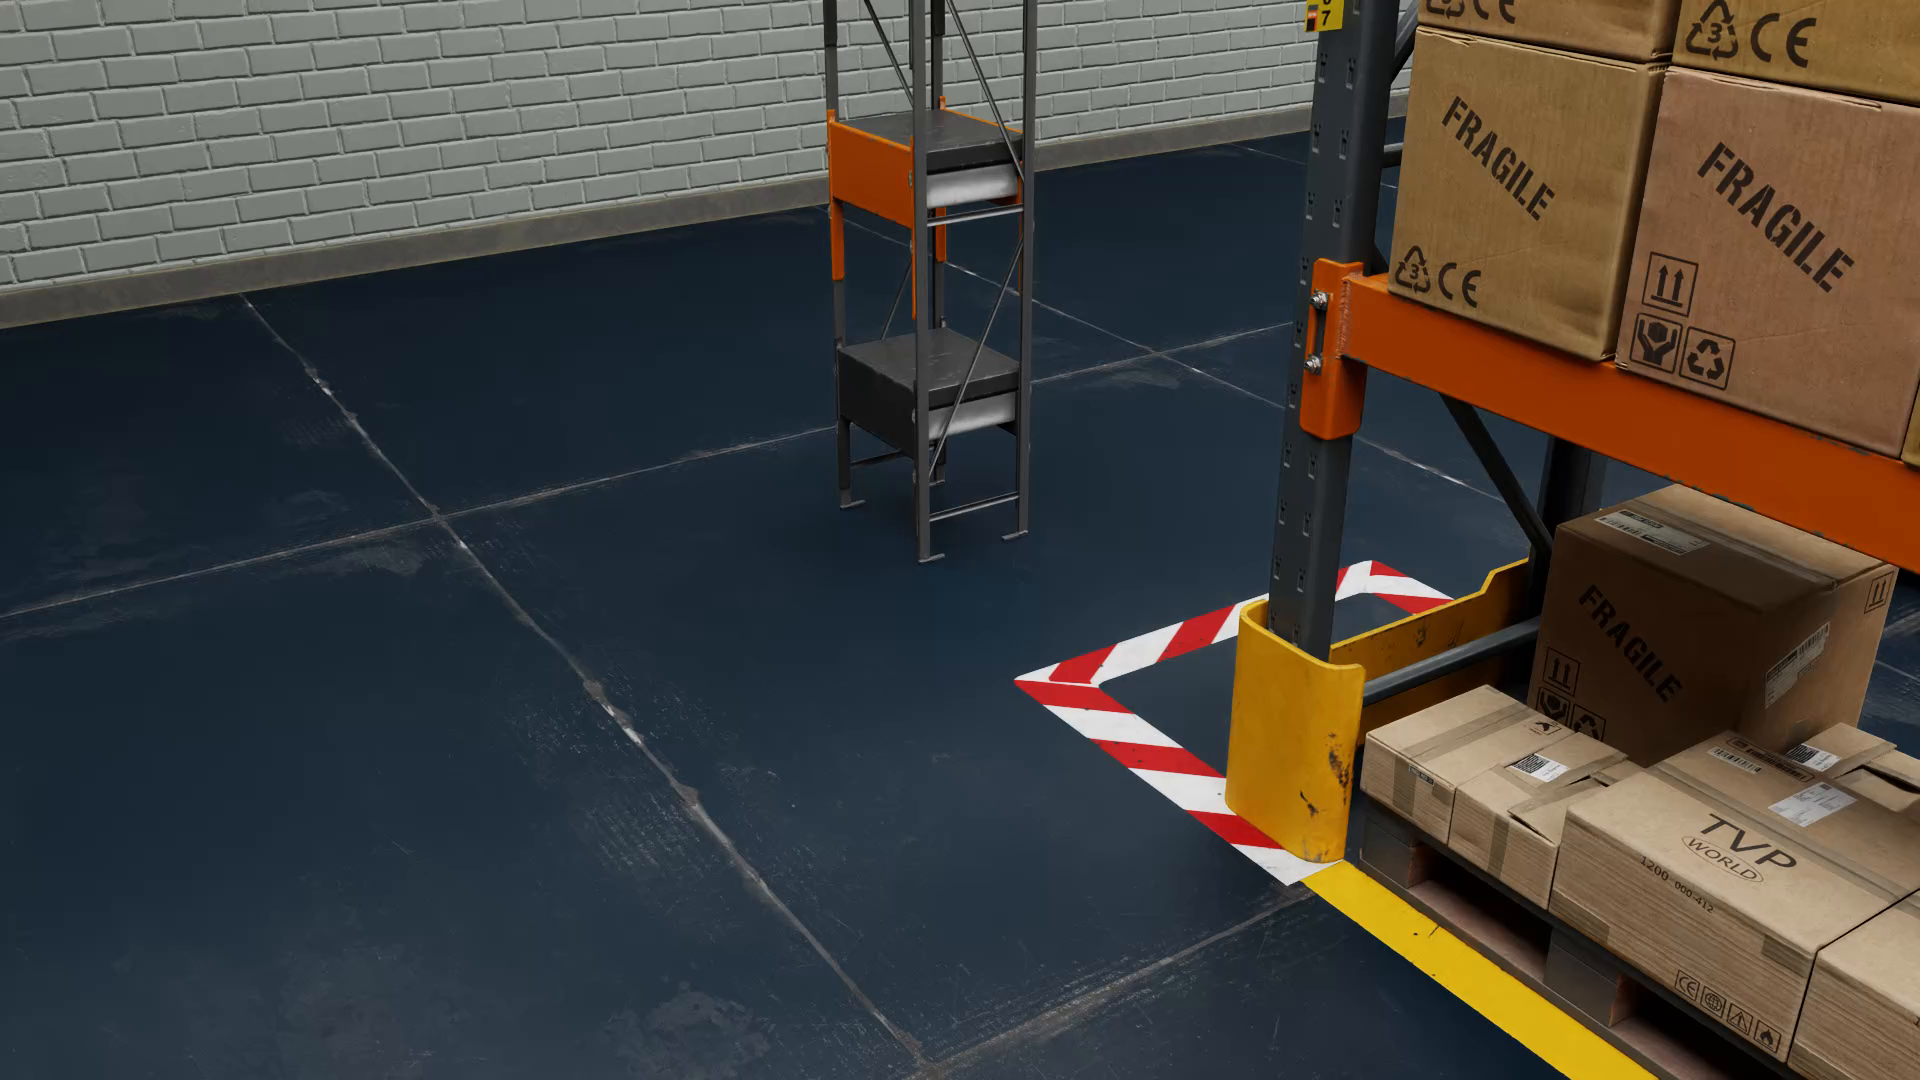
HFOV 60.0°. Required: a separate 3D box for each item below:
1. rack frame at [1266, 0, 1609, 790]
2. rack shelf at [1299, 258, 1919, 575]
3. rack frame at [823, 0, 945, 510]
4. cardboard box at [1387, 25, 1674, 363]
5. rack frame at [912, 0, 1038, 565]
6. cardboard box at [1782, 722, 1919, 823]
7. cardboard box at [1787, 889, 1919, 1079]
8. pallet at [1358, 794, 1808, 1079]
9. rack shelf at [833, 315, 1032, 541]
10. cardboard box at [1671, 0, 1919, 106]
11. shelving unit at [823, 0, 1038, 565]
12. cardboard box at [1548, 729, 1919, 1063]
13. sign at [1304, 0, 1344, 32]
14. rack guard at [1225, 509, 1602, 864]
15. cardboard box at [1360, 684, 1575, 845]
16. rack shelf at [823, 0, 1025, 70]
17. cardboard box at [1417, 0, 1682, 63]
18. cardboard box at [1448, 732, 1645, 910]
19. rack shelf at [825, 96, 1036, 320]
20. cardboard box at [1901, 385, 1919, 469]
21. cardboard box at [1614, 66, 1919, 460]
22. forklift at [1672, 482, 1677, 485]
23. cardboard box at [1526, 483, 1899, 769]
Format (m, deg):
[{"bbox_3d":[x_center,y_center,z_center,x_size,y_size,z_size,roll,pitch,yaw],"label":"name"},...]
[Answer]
[{"bbox_3d":[1.144,-0.847,3.530,1.000,3.000,0.127,-16,29,-30],"label":"rack frame"},{"bbox_3d":[2.236,0.194,2.168,1.077,0.370,4.000,-16,29,-30],"label":"rack shelf"},{"bbox_3d":[-0.224,-1.096,5.112,0.400,2.100,0.015,-16,29,-30],"label":"rack frame"},{"bbox_3d":[1.165,-0.672,3.042,0.500,0.500,0.500,-15,29,-29],"label":"cardboard box"},{"bbox_3d":[0.043,-0.921,4.742,0.400,2.100,0.015,-16,29,-30],"label":"rack frame"},{"bbox_3d":[1.793,0.538,3.399,0.380,0.166,0.250,-16,29,-30],"label":"cardboard box"},{"bbox_3d":[1.749,0.816,2.713,0.500,0.250,0.500,-16,29,-30],"label":"cardboard box"},{"bbox_3d":[1.622,0.726,3.464,1.003,0.211,1.213,-16,29,-30],"label":"pallet"},{"bbox_3d":[-0.090,-0.363,5.232,0.431,0.518,0.480,-16,29,-30],"label":"rack shelf"},{"bbox_3d":[1.457,-0.939,2.437,0.500,0.500,0.500,-15,29,-29],"label":"cardboard box"},{"bbox_3d":[-0.090,-1.009,4.927,0.431,2.100,0.503,-16,29,-30],"label":"shelving unit"},{"bbox_3d":[1.476,0.637,3.092,0.500,0.250,0.500,-16,29,-30],"label":"cardboard box"},{"bbox_3d":[0.690,-1.112,3.077,0.100,0.325,0.005,-16,29,-30],"label":"sign"},{"bbox_3d":[1.186,0.311,4.006,1.175,0.500,0.348,-16,29,-30],"label":"rack guard"},{"bbox_3d":[1.085,0.473,3.558,0.380,0.149,0.250,-16,29,-30],"label":"cardboard box"},{"bbox_3d":[-0.090,-1.629,4.634,0.431,0.518,0.480,-16,29,-30],"label":"rack shelf"},{"bbox_3d":[1.165,-1.124,2.829,0.500,0.500,0.500,-15,29,-28],"label":"cardboard box"},{"bbox_3d":[1.221,0.555,3.365,0.380,0.166,0.250,-16,29,-30],"label":"cardboard box"},{"bbox_3d":[-0.090,-0.996,4.933,0.431,0.518,0.480,-16,29,-30],"label":"rack shelf"},{"bbox_3d":[1.723,-0.308,2.272,0.500,0.500,0.500,-16,29,-30],"label":"cardboard box"},{"bbox_3d":[1.452,-0.489,2.654,0.500,0.500,0.500,-16,30,-30],"label":"cardboard box"},{"bbox_3d":[3.776,-1.171,4.297,3.031,2.935,1.130,17,30,32],"label":"forklift"},{"bbox_3d":[1.647,0.222,3.679,0.500,0.500,0.500,-16,29,-30],"label":"cardboard box"}]
